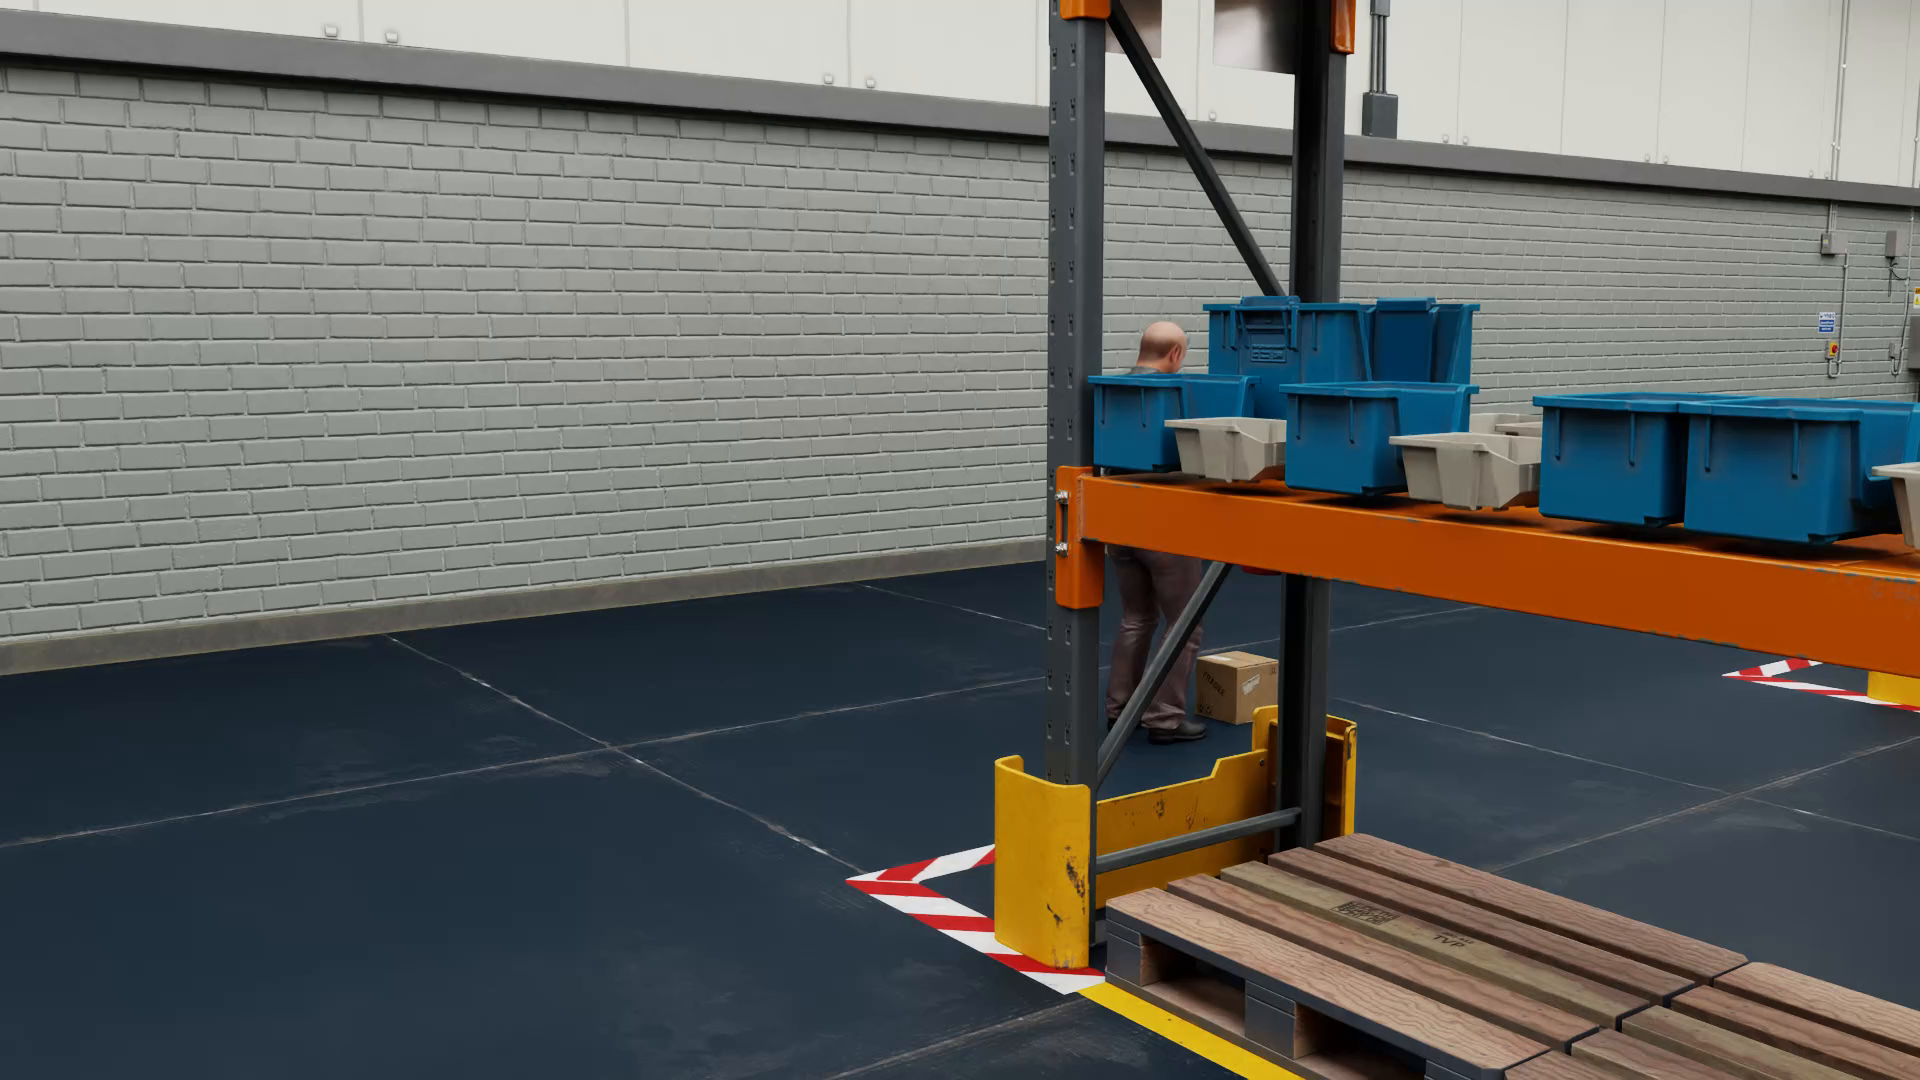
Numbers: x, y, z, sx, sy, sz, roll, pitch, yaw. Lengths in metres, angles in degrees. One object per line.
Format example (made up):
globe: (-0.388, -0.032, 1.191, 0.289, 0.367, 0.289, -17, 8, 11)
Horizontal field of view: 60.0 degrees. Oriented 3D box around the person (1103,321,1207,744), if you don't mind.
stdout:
person: (0.777, -0.039, 6.809, 0.385, 1.697, 0.546, -5, 9, -35)
